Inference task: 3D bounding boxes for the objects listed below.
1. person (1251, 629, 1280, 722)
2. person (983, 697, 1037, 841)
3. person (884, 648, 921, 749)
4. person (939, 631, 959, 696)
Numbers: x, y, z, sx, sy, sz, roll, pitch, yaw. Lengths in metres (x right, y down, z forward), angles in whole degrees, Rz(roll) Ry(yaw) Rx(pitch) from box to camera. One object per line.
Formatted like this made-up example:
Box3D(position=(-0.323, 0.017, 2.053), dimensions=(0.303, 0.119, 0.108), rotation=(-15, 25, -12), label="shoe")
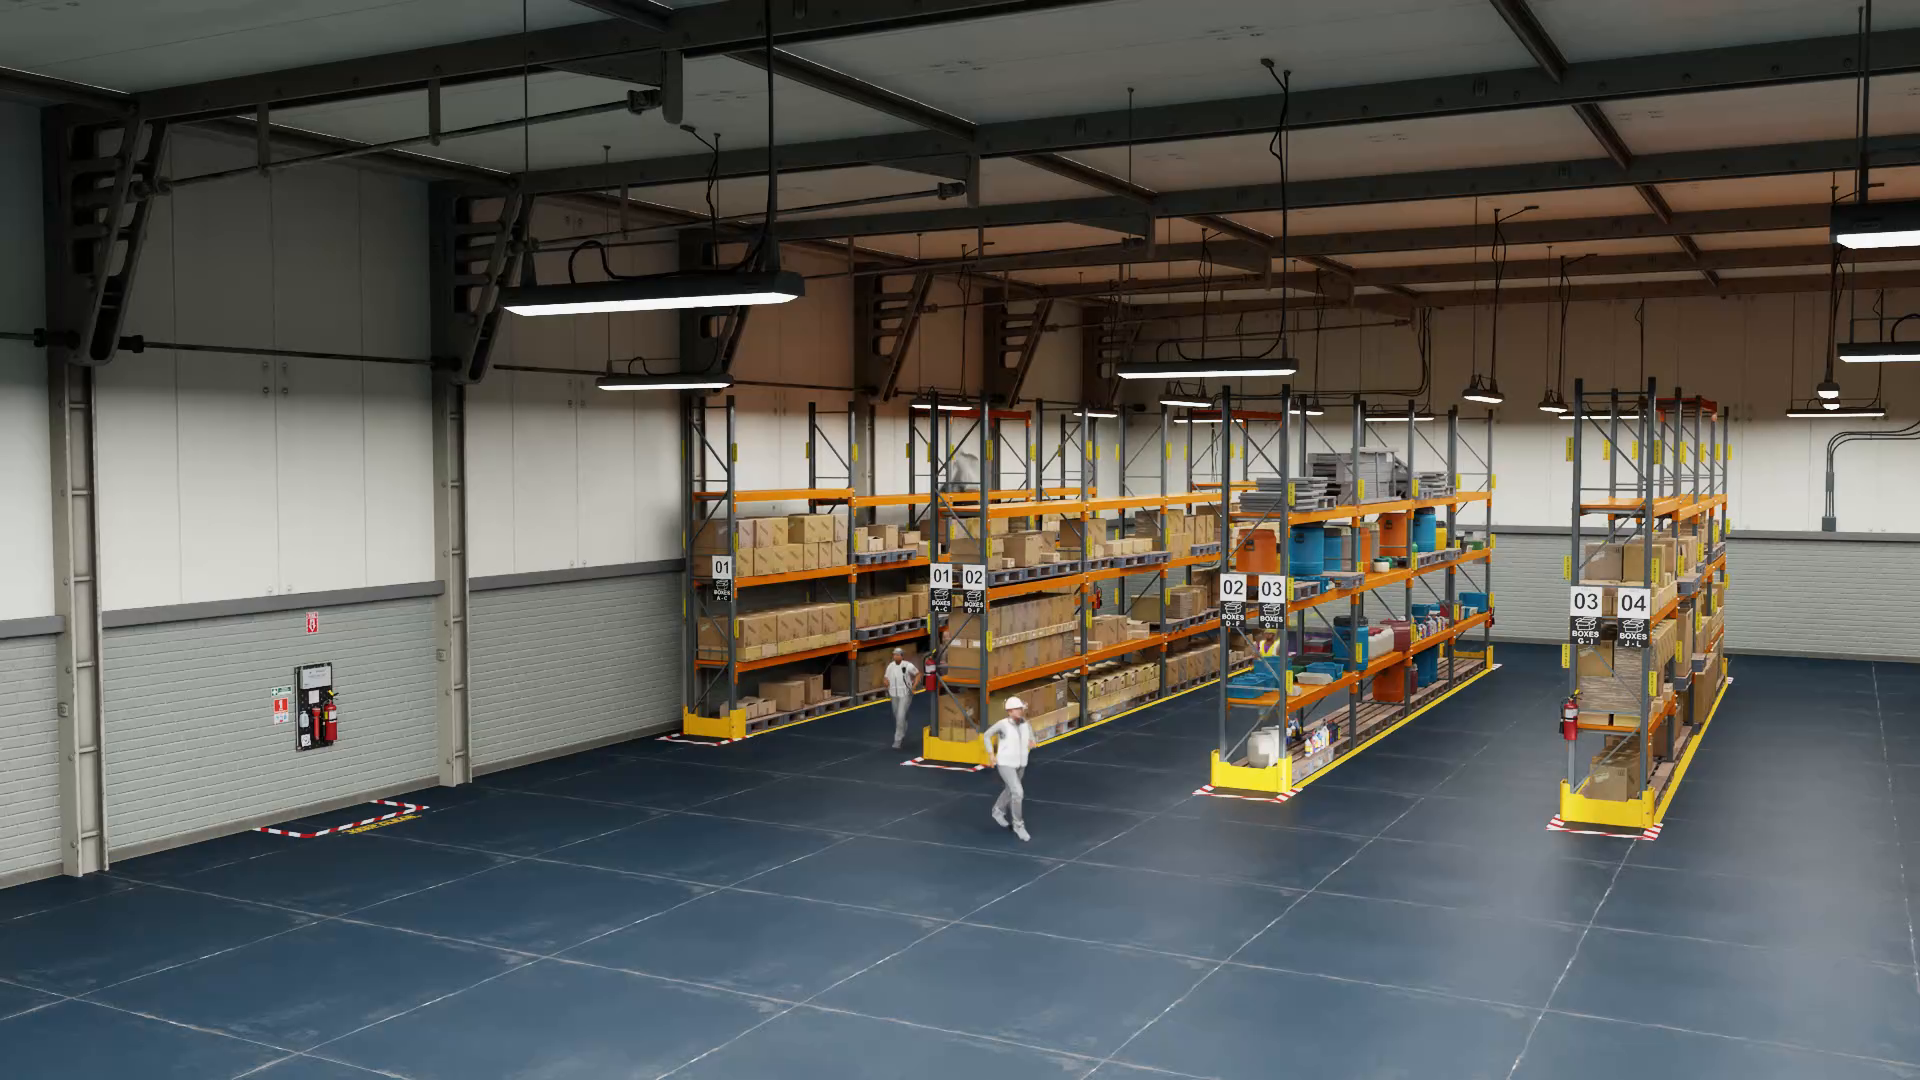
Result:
Box3D(position=(5.763, 2.478, 31.004), dimensions=(0.710, 1.747, 0.968), rotation=(2, 3, 27), label="person")
Box3D(position=(0.676, 2.959, 21.761), dimensions=(0.627, 1.825, 0.869), rotation=(-3, 4, -41), label="person")
Box3D(position=(-0.993, 2.678, 28.480), dimensions=(0.615, 1.684, 0.934), rotation=(1, 3, 24), label="person")
Box3D(position=(-0.257, 2.556, 29.853), dimensions=(0.675, 1.832, 0.829), rotation=(1, 3, 17), label="person")
